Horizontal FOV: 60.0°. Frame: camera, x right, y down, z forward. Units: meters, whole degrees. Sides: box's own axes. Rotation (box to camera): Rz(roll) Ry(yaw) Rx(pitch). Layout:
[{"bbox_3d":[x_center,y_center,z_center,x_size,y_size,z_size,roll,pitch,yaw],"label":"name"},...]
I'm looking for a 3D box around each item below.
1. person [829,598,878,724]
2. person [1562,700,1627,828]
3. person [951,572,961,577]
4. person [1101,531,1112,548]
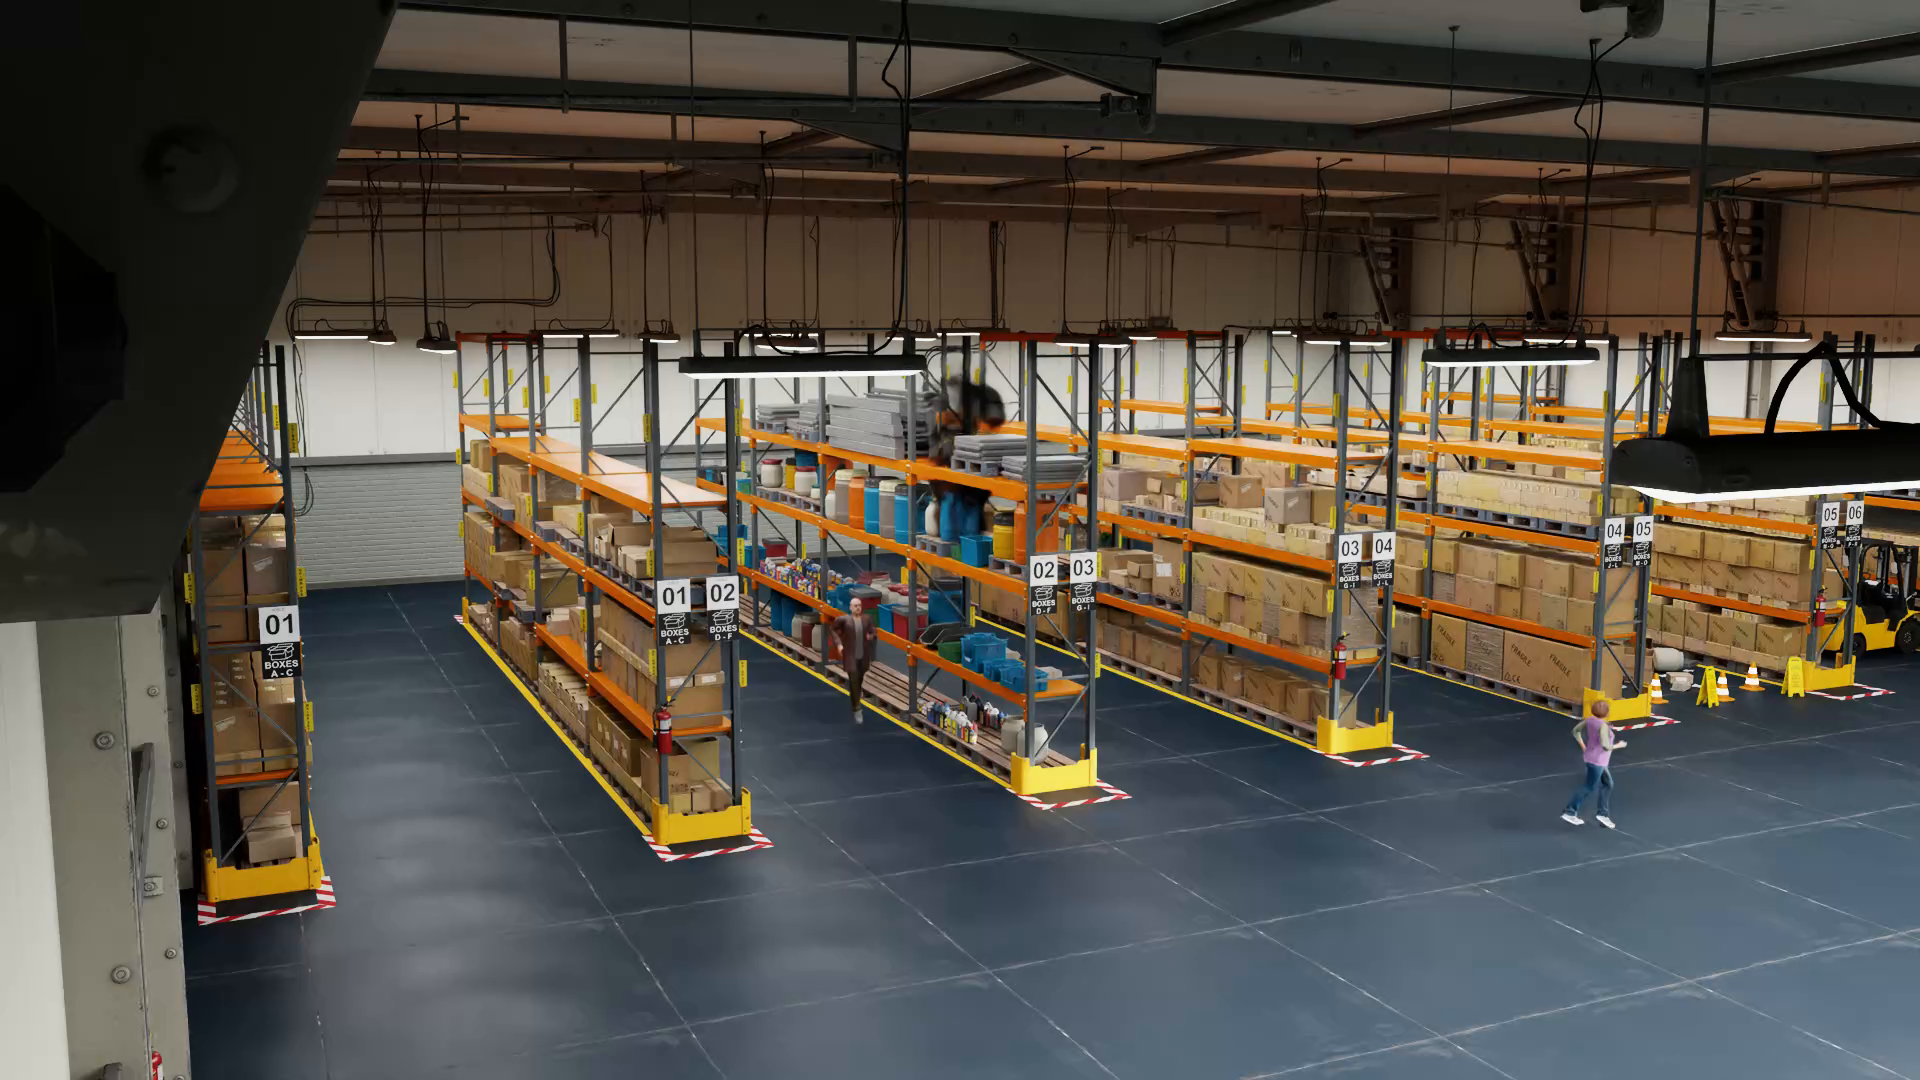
[{"bbox_3d":[-1.565,1.782,25.049,0.694,1.838,0.834,-3,8,-23],"label":"person"},{"bbox_3d":[7.828,2.781,20.512,0.729,1.637,0.525,1,8,6],"label":"person"},{"bbox_3d":[-0.071,1.368,31.303,0.561,1.604,0.731,-5,9,-31],"label":"person"},{"bbox_3d":[3.723,-0.177,41.686,0.876,1.844,0.643,-6,9,-36],"label":"person"}]
